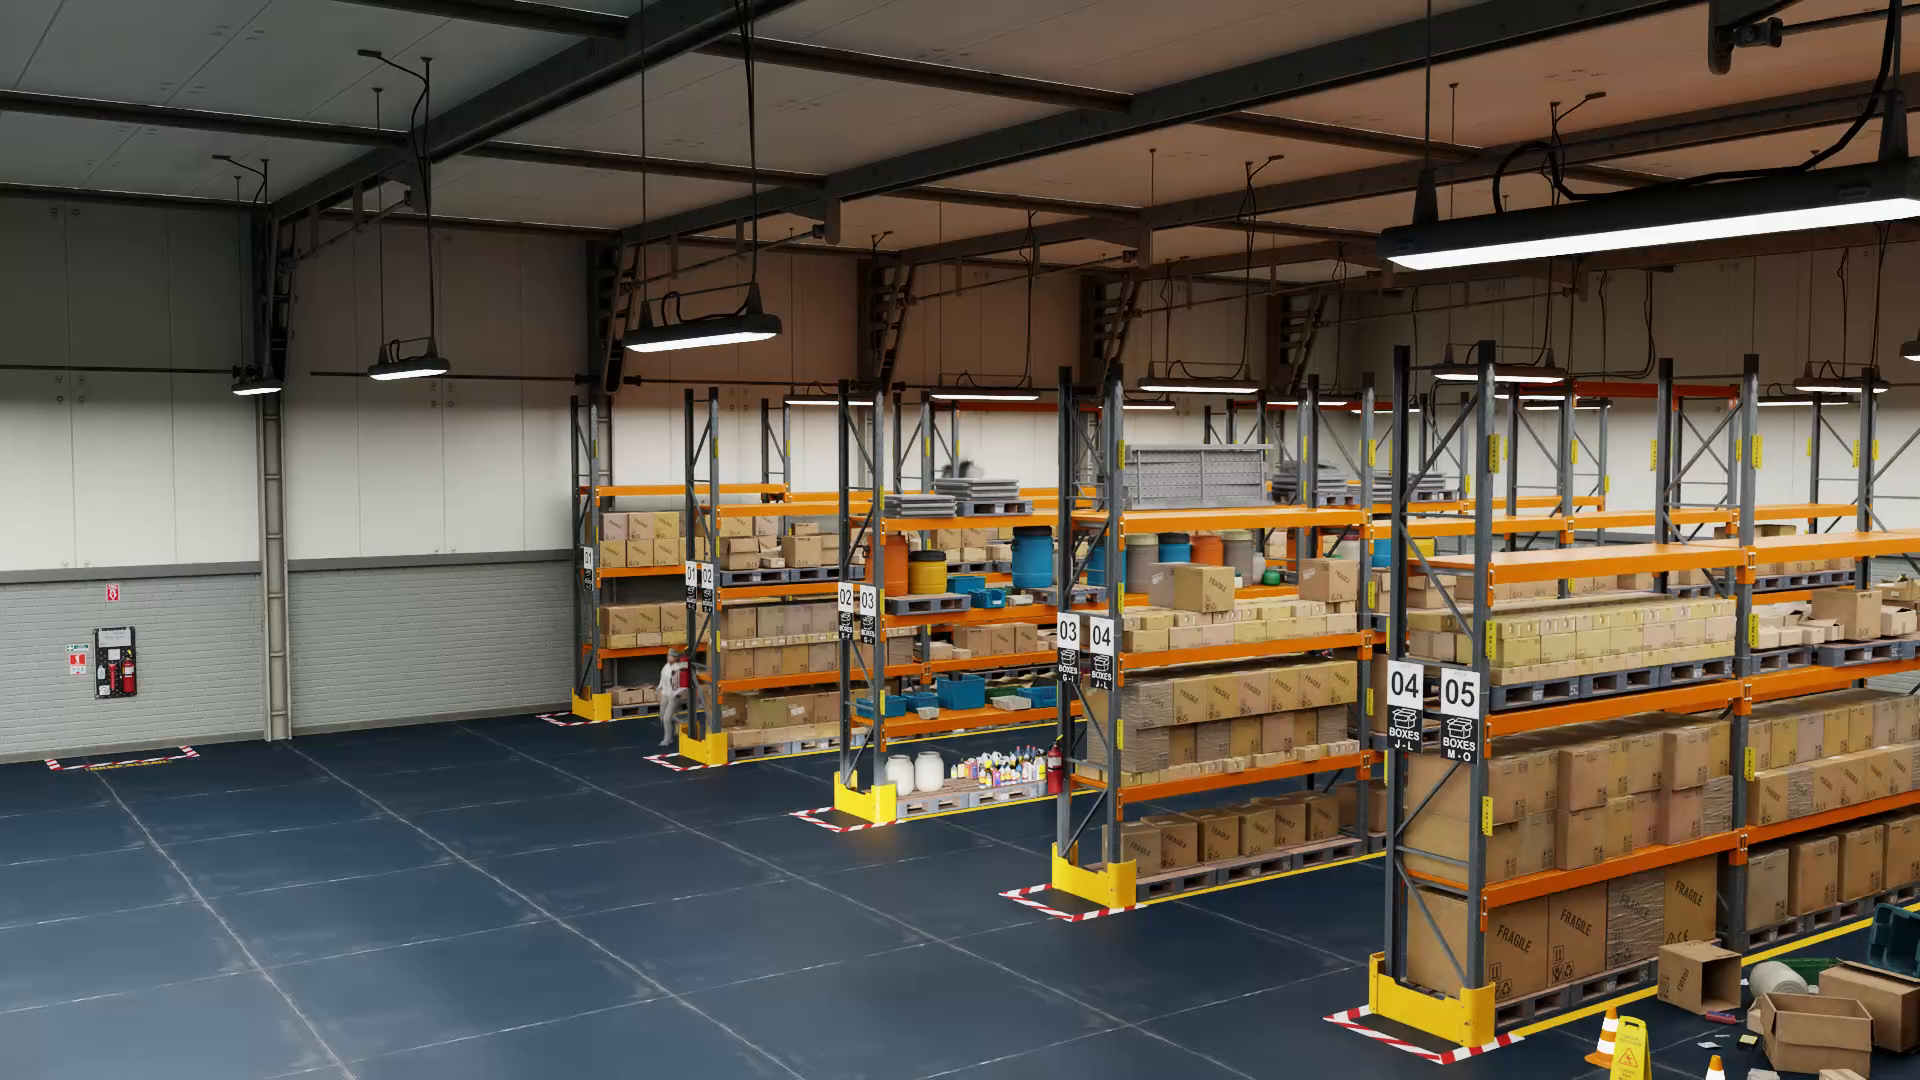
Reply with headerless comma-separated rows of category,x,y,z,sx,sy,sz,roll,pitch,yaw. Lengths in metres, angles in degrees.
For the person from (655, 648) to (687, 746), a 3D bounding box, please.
person,-4.834,2.649,28.253,0.640,1.669,0.612,3,4,37
